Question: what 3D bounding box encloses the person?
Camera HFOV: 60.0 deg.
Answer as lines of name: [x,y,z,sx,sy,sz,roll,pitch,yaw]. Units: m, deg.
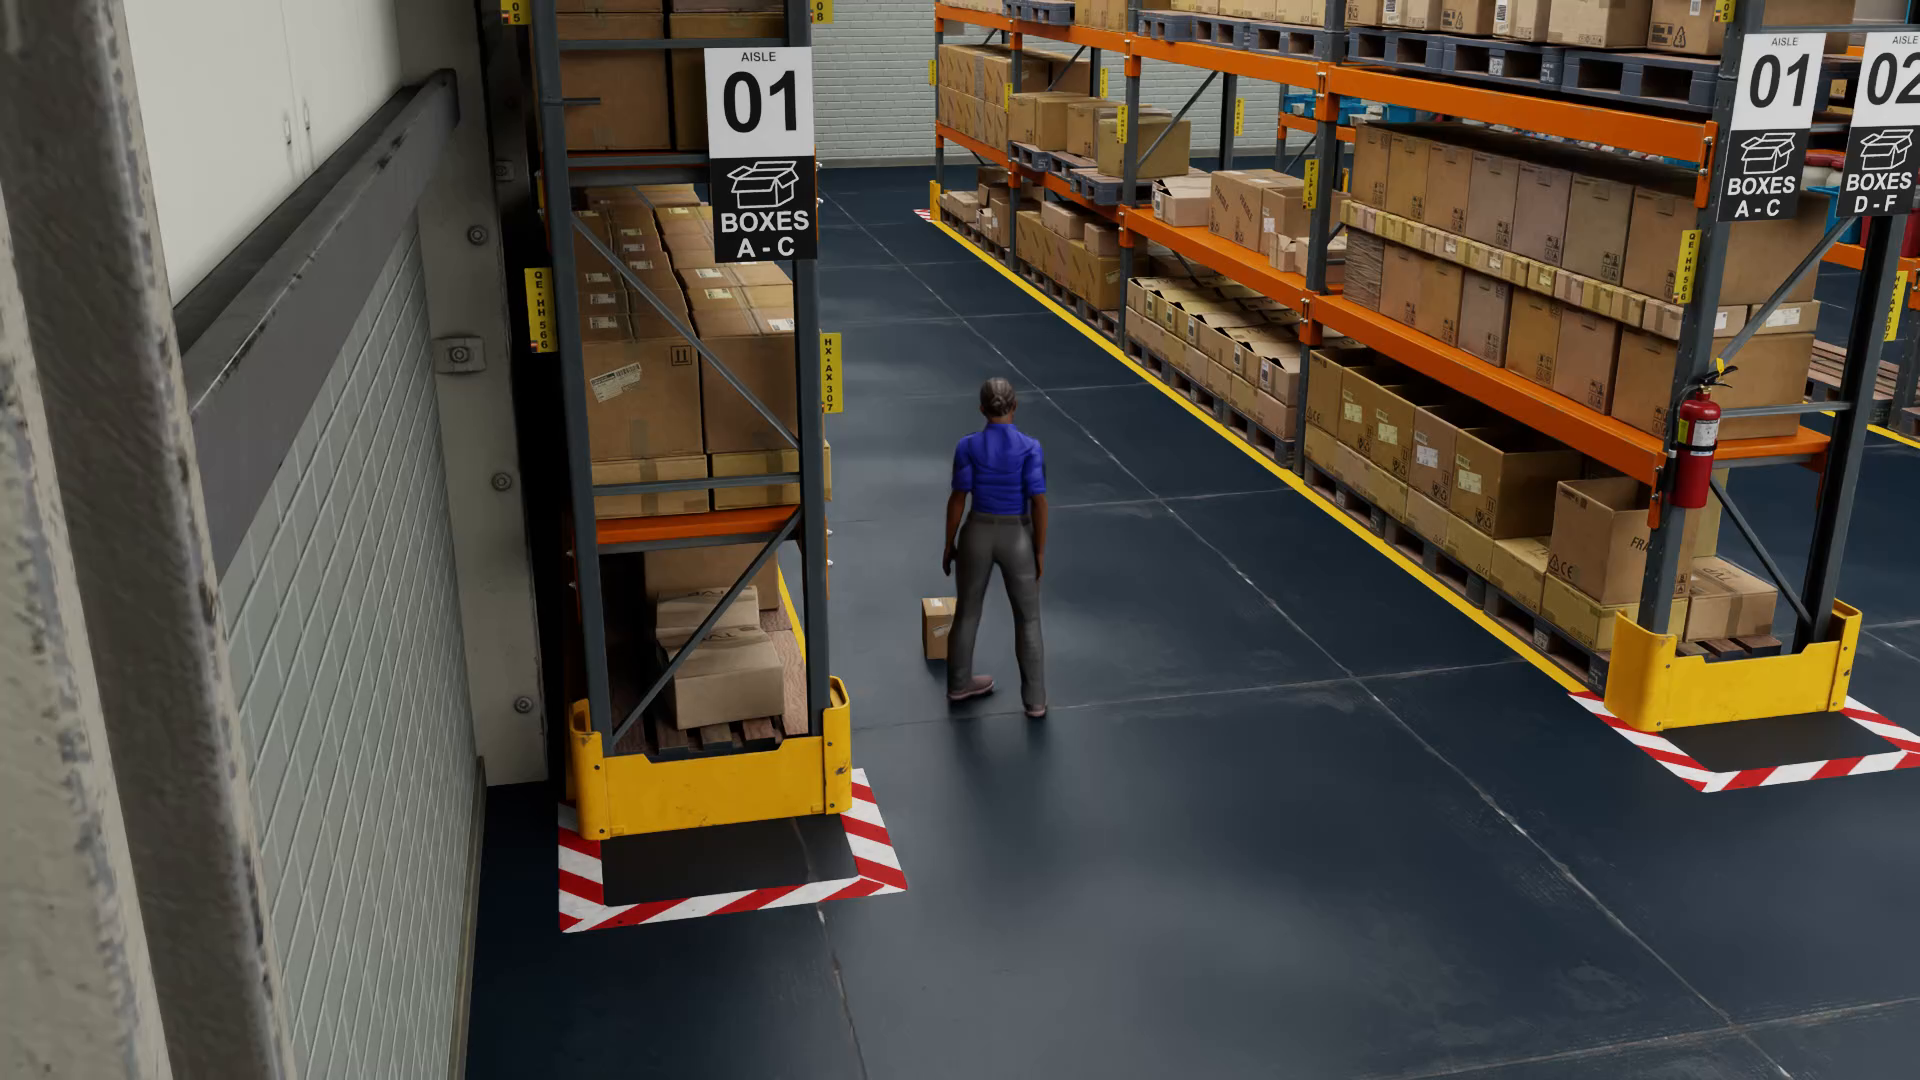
person: [0.177,0.037,7.967,0.515,1.646,0.398,3,20,8]
